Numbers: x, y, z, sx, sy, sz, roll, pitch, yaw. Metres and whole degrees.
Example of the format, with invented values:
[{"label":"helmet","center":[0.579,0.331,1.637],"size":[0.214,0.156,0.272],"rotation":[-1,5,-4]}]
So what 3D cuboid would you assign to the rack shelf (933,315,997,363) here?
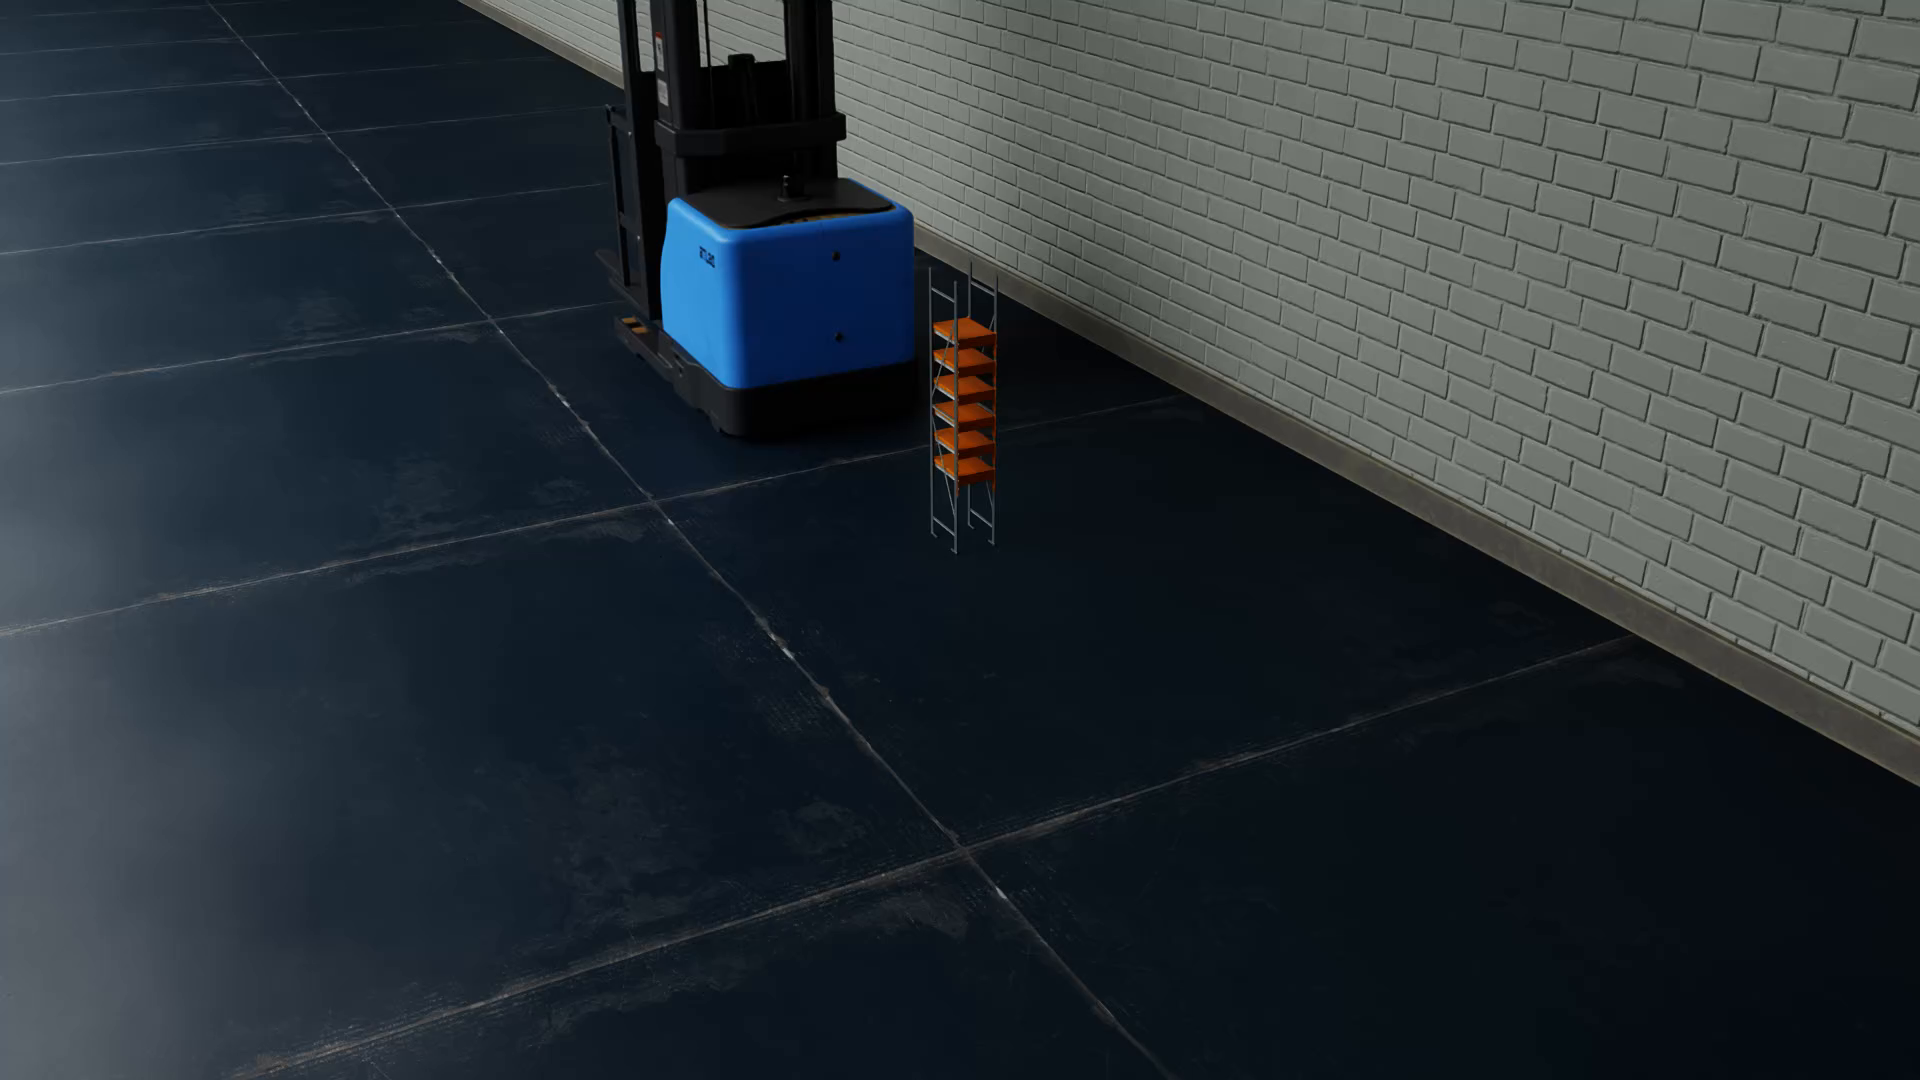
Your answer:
[{"label":"rack shelf","center":[0.013,-0.828,6.843],"size":[0.180,0.103,0.258],"rotation":[-13,29,-25]}]

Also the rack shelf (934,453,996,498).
[{"label":"rack shelf","center":[0.013,-0.287,7.103],"size":[0.180,0.103,0.258],"rotation":[-13,29,-25]}]

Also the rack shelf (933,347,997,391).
[{"label":"rack shelf","center":[0.013,-0.720,6.895],"size":[0.180,0.103,0.258],"rotation":[-13,29,-25]}]

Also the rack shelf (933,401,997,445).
[{"label":"rack shelf","center":[0.013,-0.504,6.999],"size":[0.180,0.103,0.258],"rotation":[-13,29,-25]}]

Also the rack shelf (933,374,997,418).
[{"label":"rack shelf","center":[0.013,-0.612,6.947],"size":[0.180,0.103,0.258],"rotation":[-13,29,-25]}]

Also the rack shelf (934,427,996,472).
[{"label":"rack shelf","center":[0.013,-0.396,7.051],"size":[0.180,0.103,0.258],"rotation":[-13,29,-25]}]

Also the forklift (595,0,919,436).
[{"label":"forklift","center":[-1.327,-2.436,8.920],"size":[1.130,2.935,3.031],"rotation":[-12,28,-24]}]

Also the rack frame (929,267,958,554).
[{"label":"rack frame","center":[-0.068,-0.525,6.941],"size":[0.006,1.200,0.240],"rotation":[-13,29,-25]}]

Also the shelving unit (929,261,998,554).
[{"label":"shelving unit","center":[0.013,-0.544,6.979],"size":[0.189,1.200,0.258],"rotation":[-13,29,-25]}]

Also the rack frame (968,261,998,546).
[{"label":"rack frame","center":[0.093,-0.562,7.018],"size":[0.006,1.200,0.240],"rotation":[-13,29,-25]}]
